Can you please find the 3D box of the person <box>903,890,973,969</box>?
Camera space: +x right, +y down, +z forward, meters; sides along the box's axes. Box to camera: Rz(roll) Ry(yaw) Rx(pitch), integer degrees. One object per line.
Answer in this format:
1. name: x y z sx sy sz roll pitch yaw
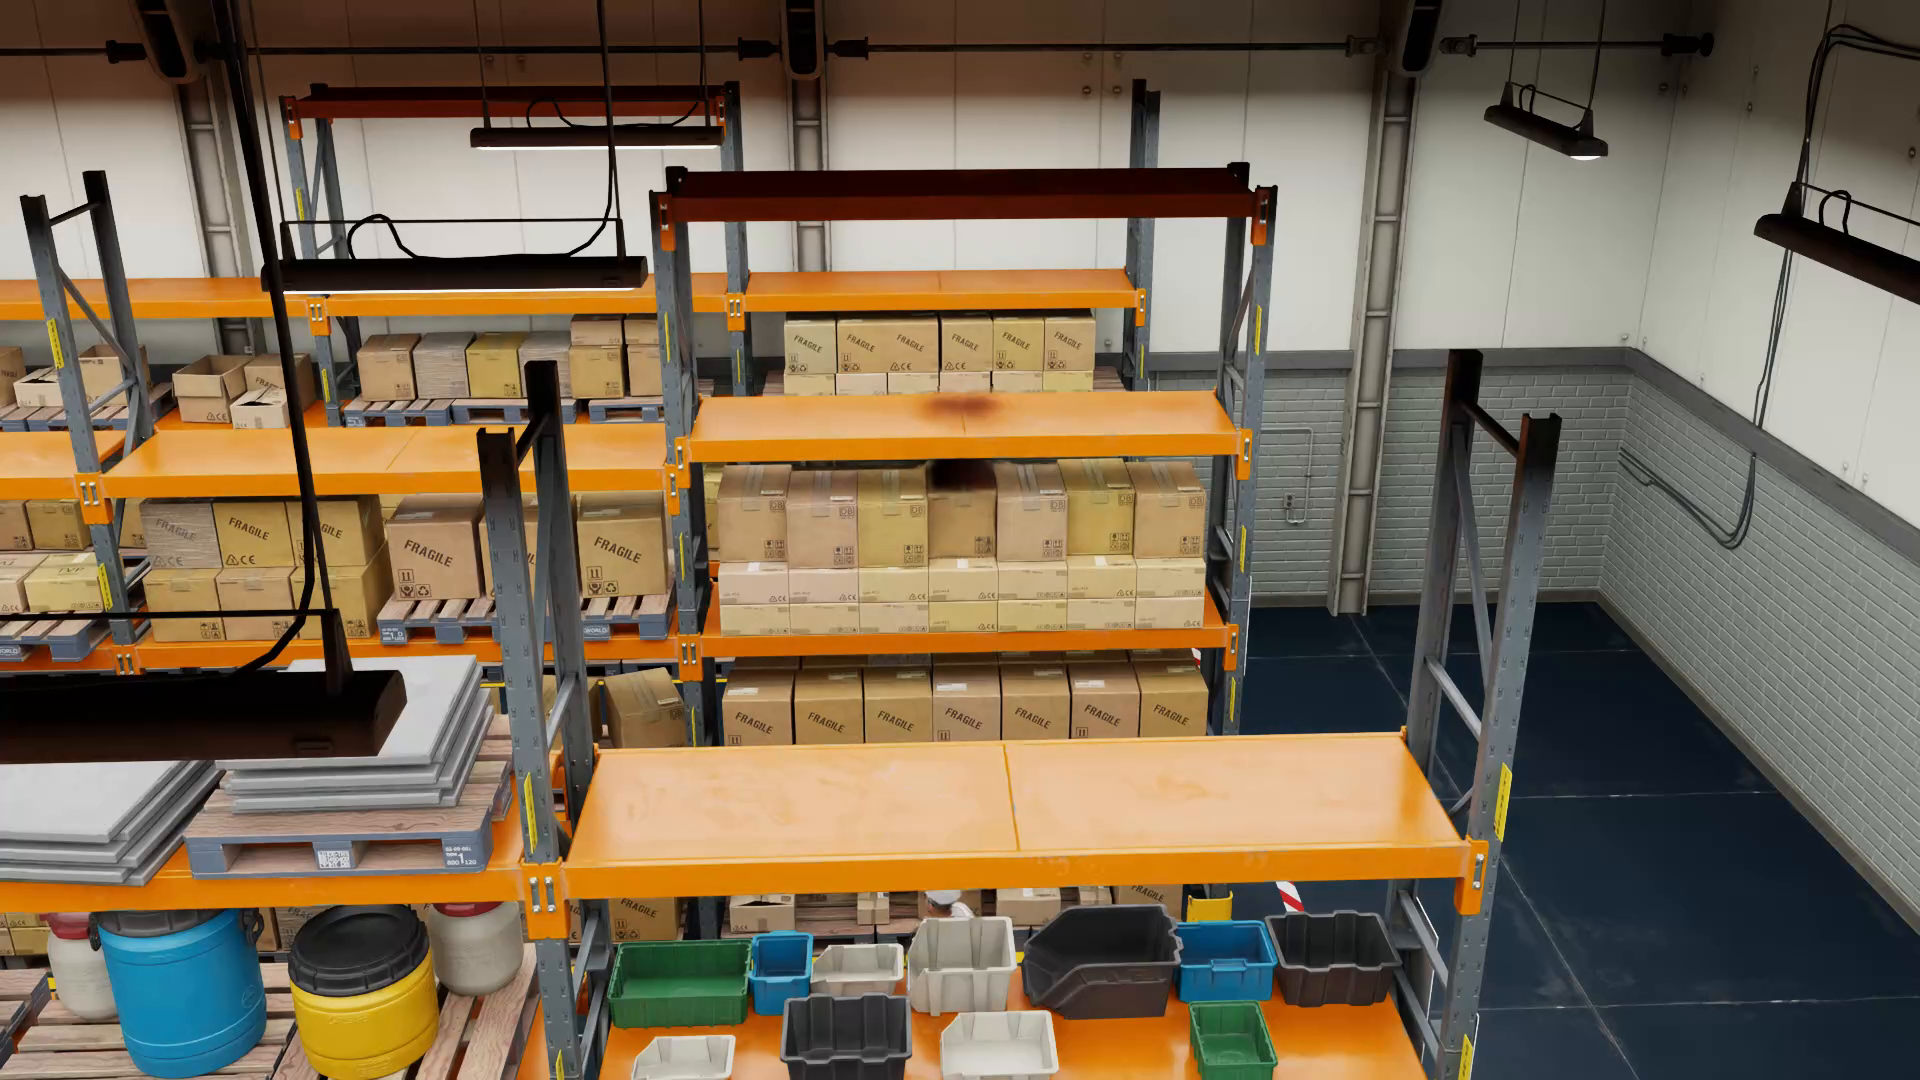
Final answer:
1. person: -0.134 3.044 11.342 0.898 1.738 0.591 16 27 34
